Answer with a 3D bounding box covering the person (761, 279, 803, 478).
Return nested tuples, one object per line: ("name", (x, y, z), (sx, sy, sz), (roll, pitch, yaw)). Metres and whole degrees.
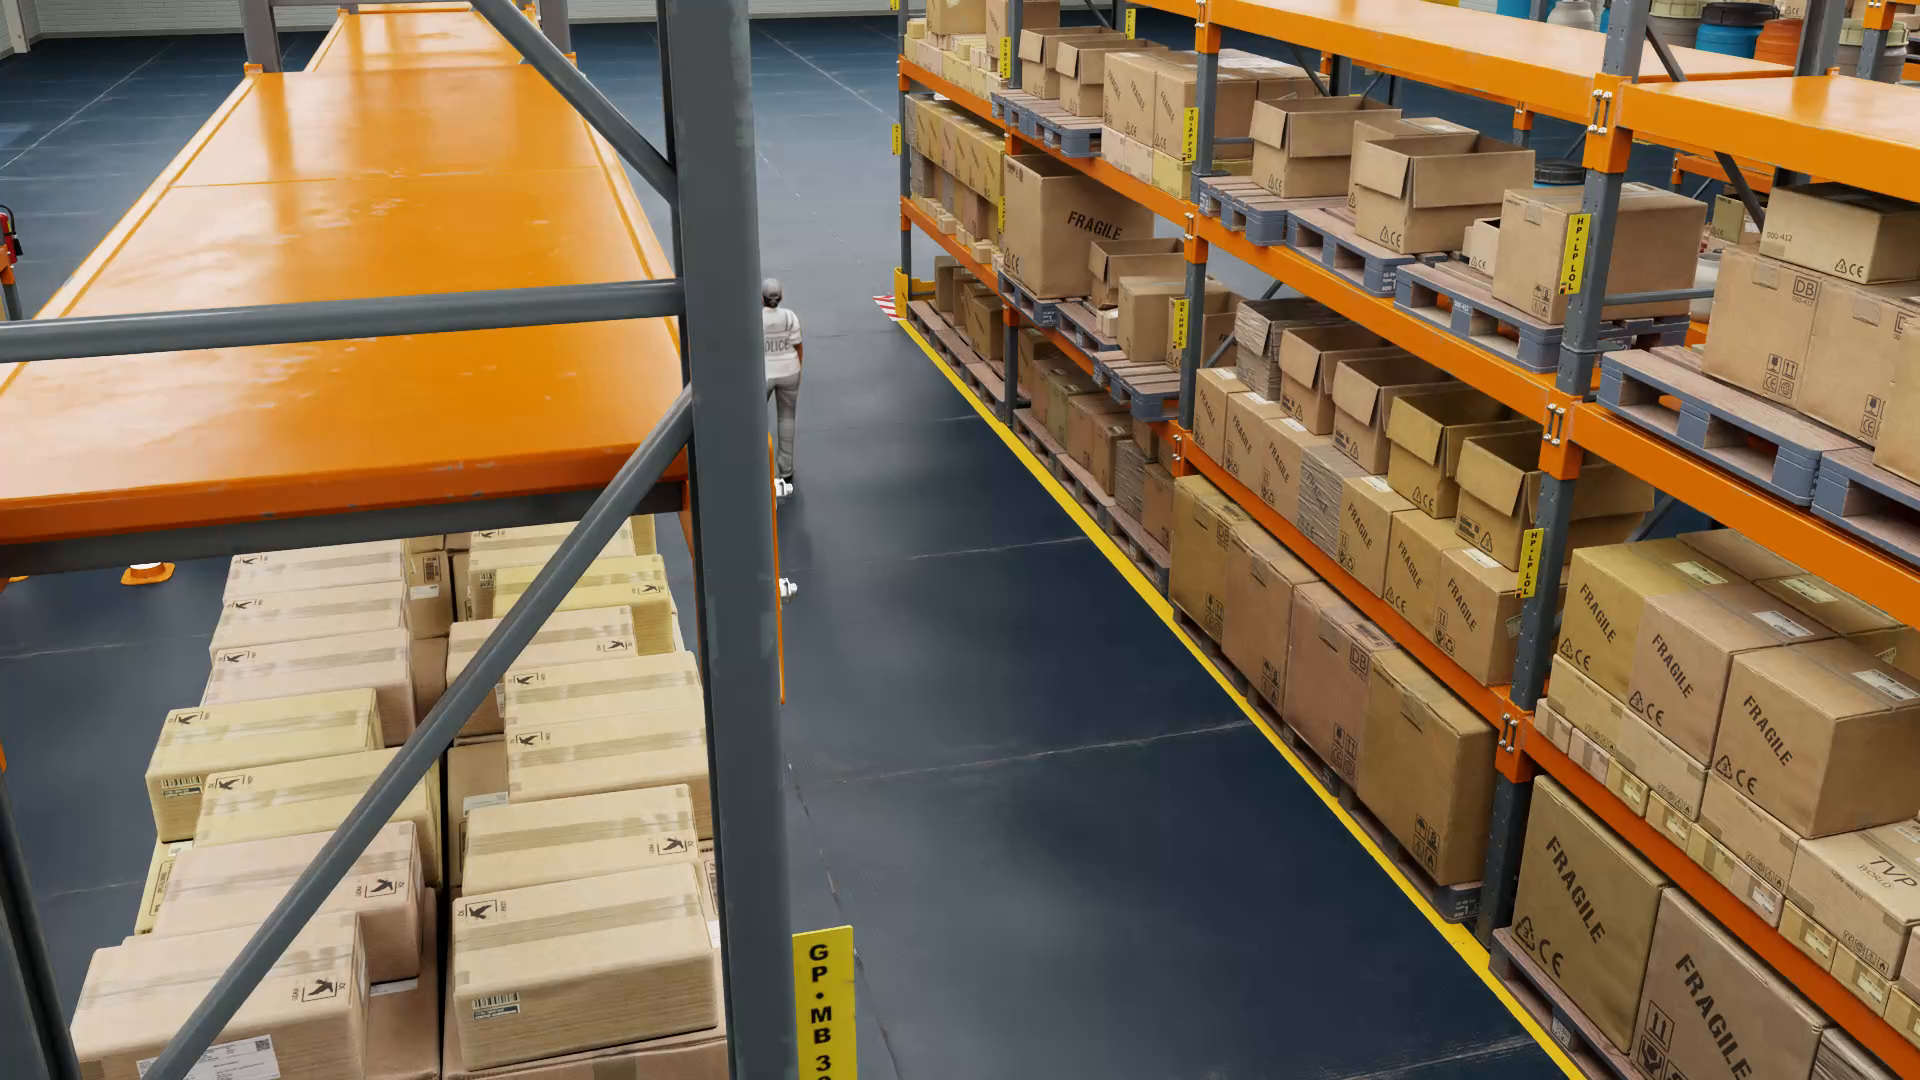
("person", (-1.549, -1.366, 13.870), (0.487, 1.698, 0.729), (-4, 23, -9))
